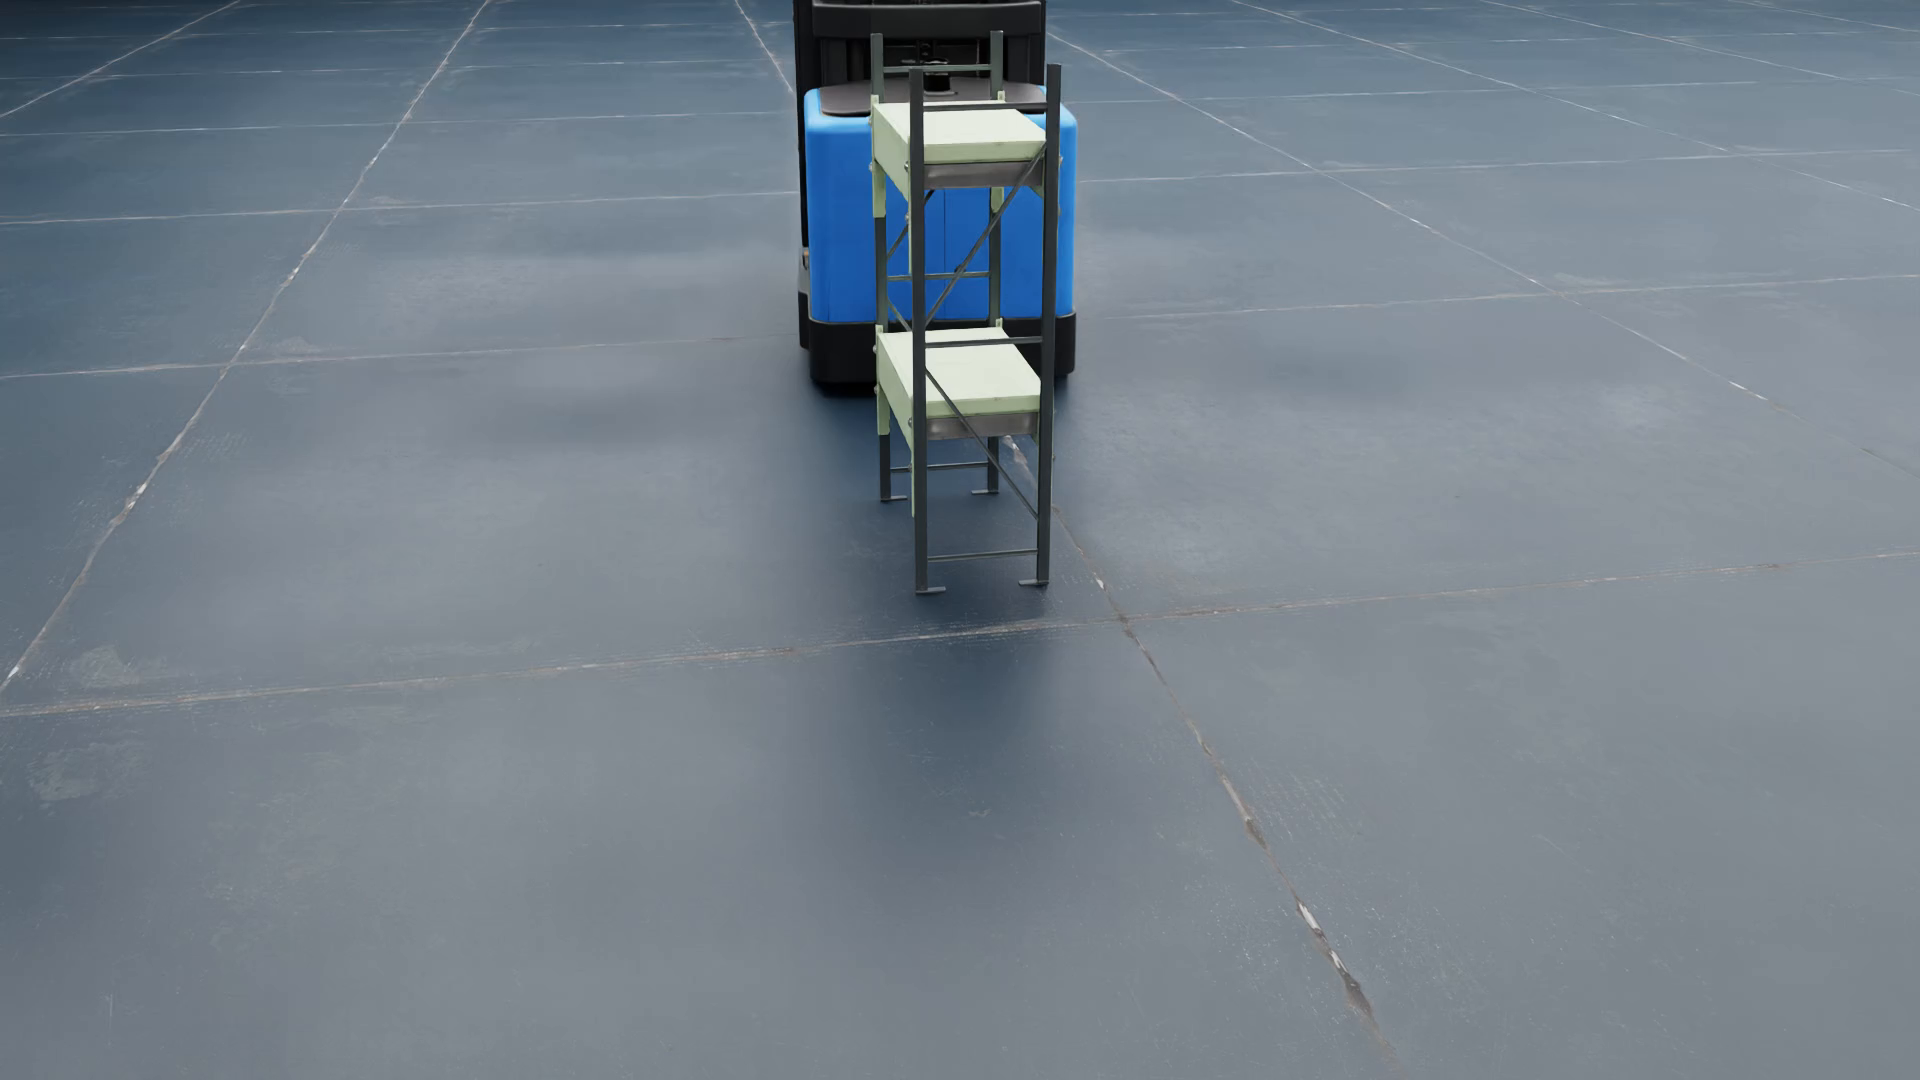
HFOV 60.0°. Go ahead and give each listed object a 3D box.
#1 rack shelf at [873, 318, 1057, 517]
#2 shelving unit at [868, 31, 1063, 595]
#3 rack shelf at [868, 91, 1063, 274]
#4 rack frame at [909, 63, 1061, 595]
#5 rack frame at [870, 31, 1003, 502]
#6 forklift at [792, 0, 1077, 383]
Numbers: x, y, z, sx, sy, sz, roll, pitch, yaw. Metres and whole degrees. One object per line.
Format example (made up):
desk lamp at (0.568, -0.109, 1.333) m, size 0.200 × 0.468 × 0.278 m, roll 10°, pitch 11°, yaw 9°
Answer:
rack shelf at (-0.001, -0.391, 5.086) m, size 0.431 × 0.370 × 0.720 m, roll -4°, pitch 24°, yaw -10°
shelving unit at (-0.001, -0.690, 4.956) m, size 0.431 × 1.500 × 0.755 m, roll -4°, pitch 24°, yaw -10°
rack shelf at (-0.001, -1.048, 4.800) m, size 0.431 × 0.370 × 0.720 m, roll -4°, pitch 24°, yaw -10°
rack frame at (0.066, -0.546, 4.626) m, size 0.400 × 1.500 × 0.023 m, roll -4°, pitch 24°, yaw -10°
rack frame at (-0.069, -0.834, 5.285) m, size 0.400 × 1.500 × 0.023 m, roll -4°, pitch 24°, yaw -10°
forklift at (-0.198, -2.507, 7.328) m, size 1.130 × 2.935 × 3.031 m, roll -2°, pitch 24°, yaw -5°
